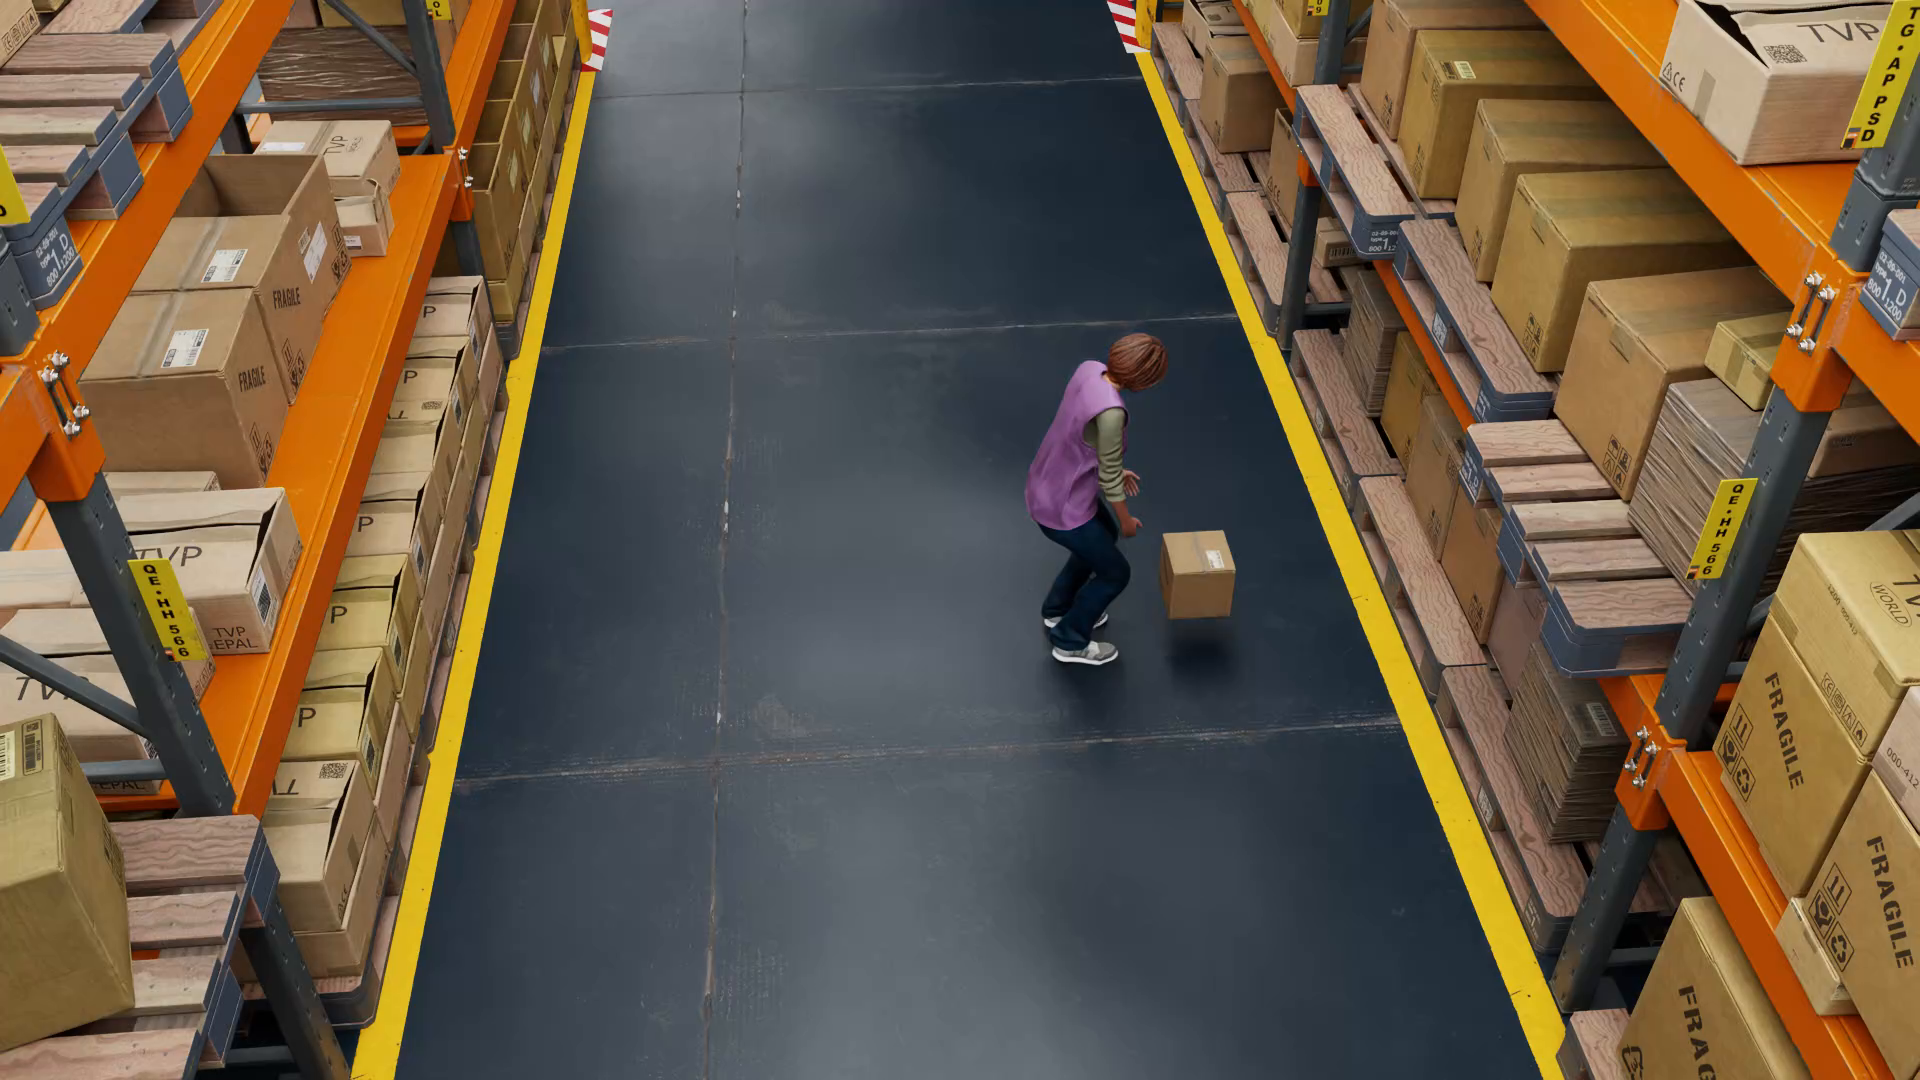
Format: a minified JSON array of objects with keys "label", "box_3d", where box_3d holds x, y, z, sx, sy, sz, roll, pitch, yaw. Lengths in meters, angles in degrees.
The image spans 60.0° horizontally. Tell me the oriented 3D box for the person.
[{"label":"person","box_3d":[0.507,-0.160,6.481,0.518,1.449,0.451,-3,40,-3]}]
